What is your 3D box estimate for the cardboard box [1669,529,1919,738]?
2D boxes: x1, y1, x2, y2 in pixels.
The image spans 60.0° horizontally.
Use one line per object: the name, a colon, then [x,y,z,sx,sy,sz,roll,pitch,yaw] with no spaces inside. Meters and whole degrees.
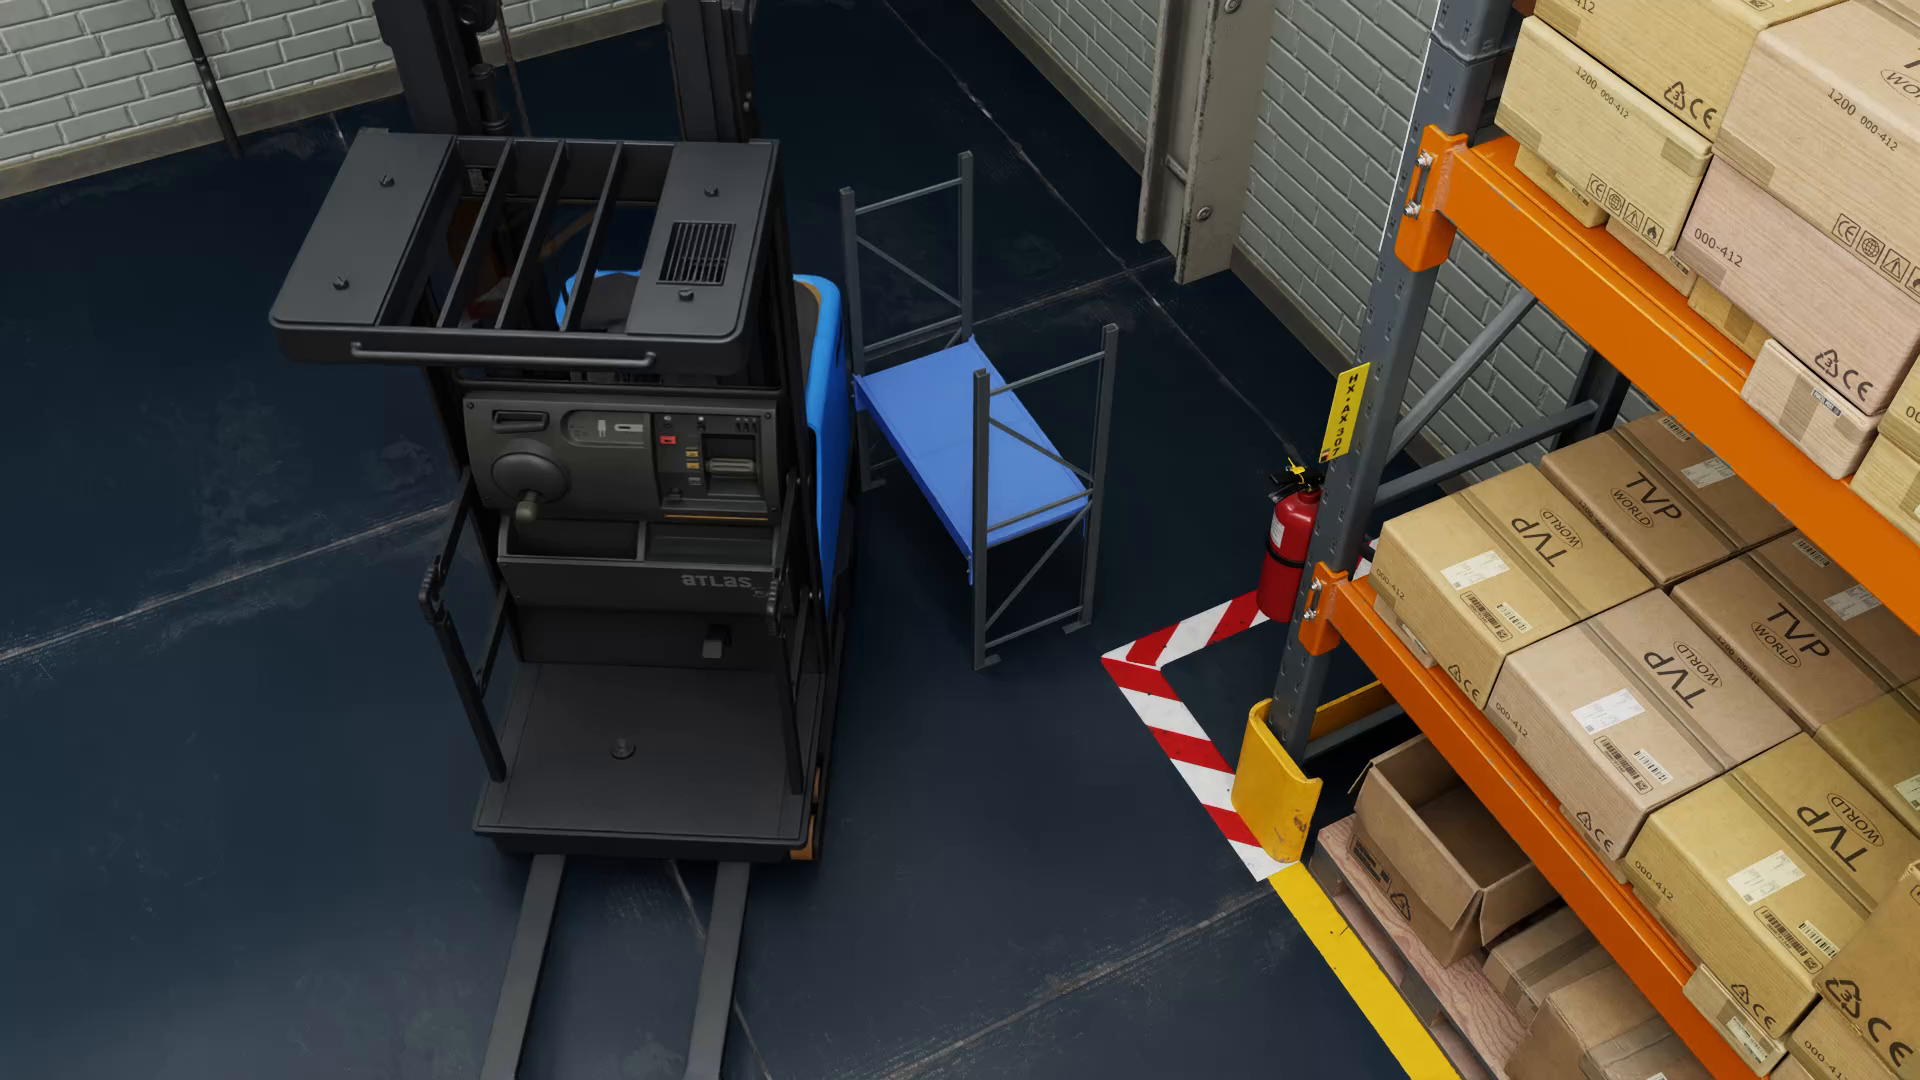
cardboard box: [2.174,0.280,4.307,0.500,0.250,0.500,-21,52,-17]

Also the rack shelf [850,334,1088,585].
rack shelf: [0.043,-0.322,6.166,0.538,0.185,1.000,-21,52,-17]

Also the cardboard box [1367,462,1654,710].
cardboard box: [1.461,0.115,4.451,0.500,0.250,0.500,-21,52,-17]

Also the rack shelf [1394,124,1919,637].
rack shelf: [2.408,0.355,2.825,1.077,0.370,4.000,-21,52,-18]

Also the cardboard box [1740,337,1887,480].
cardboard box: [1.700,-0.298,3.085,0.380,0.149,0.250,-20,52,-17]

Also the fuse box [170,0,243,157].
fuse box: [-3.586,-2.488,7.682,0.539,1.711,0.414,-21,52,-18]

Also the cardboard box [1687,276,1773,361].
cardboard box: [1.677,-0.500,3.262,0.380,0.149,0.250,-21,52,-17]

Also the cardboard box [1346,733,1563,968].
cardboard box: [1.688,0.893,5.249,0.797,0.503,0.637,-23,53,-19]

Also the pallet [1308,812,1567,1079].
pallet: [1.893,1.269,5.393,1.003,0.211,1.213,-21,52,-18]

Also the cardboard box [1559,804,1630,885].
cardboard box: [1.769,0.673,4.228,0.380,0.149,0.250,-20,52,-16]

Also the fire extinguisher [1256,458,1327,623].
fire extinguisher: [1.014,-0.024,4.970,0.296,0.674,0.183,-21,52,-18]

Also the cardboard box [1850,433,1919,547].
cardboard box: [1.826,-0.125,2.934,0.380,0.149,0.250,-21,52,-18]

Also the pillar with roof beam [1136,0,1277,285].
pillar with roof beam: [-2.768,-2.840,3.148,9.100,9.000,0.400,-21,52,-18]

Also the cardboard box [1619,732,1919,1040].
cardboard box: [1.926,0.790,3.861,0.500,0.250,0.500,-22,52,-18]

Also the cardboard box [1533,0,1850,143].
cardboard box: [1.472,-1.050,3.146,0.500,0.250,0.500,-22,52,-18]

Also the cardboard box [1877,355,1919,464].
cardboard box: [1.927,-0.198,2.732,0.500,0.250,0.500,-23,53,-19]

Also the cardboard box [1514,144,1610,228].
cardboard box: [1.432,-0.844,3.563,0.380,0.149,0.250,-20,52,-17]

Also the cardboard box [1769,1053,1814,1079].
cardboard box: [2.083,1.213,3.756,0.380,0.149,0.250,-20,52,-17]

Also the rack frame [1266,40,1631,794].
rack frame: [1.493,-0.233,4.854,1.000,3.000,0.127,-21,52,-18]

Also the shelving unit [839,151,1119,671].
shelving unit: [0.043,-0.440,6.031,0.538,1.500,1.048,-21,52,-17]

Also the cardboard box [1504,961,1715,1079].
cardboard box: [2.045,1.479,4.738,0.700,0.500,0.500,-19,52,-16]

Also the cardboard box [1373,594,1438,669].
cardboard box: [1.399,0.164,4.673,0.380,0.149,0.250,-22,52,-18]

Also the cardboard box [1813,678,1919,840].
cardboard box: [2.396,0.613,4.015,0.500,0.250,0.500,-20,52,-16]

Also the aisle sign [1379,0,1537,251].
aisle sign: [1.200,-1.033,3.827,0.394,0.787,0.004,-21,52,-18]

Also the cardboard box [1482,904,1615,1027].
cardboard box: [1.848,1.307,5.122,0.380,0.149,0.250,-23,53,-19]

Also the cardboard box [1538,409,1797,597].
cardboard box: [1.939,-0.065,4.609,0.500,0.250,0.500,-20,52,-16]

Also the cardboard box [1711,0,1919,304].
cardboard box: [1.688,-0.703,2.842,0.500,0.250,0.500,-22,52,-18]

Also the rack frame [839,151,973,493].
rack frame: [-0.184,-0.782,6.330,0.500,1.500,0.032,-21,52,-17]

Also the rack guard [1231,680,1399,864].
rack guard: [1.527,0.641,5.750,1.175,0.500,0.348,-21,52,-18]

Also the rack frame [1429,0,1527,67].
rack frame: [1.493,-2.208,2.596,1.000,3.000,0.127,-21,52,-18]

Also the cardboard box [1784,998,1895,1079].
cardboard box: [2.179,1.125,3.568,0.500,0.250,0.500,-22,53,-18]

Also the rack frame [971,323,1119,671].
rack frame: [0.271,-0.098,5.732,0.500,1.500,0.032,-21,52,-17]

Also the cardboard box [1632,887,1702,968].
cardboard box: [1.895,0.848,4.075,0.380,0.149,0.250,-20,52,-17]

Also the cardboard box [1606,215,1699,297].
cardboard box: [1.575,-0.678,3.417,0.380,0.149,0.250,-20,52,-17]

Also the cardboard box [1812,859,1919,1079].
cardboard box: [2.147,0.872,3.291,0.500,0.500,0.500,-20,52,-17]

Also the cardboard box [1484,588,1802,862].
cardboard box: [1.692,0.452,4.156,0.500,0.250,0.500,-21,52,-17]

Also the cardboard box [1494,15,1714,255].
cardboard box: [1.453,-0.878,3.327,0.500,0.250,0.500,-22,52,-18]

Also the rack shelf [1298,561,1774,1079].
rack shelf: [2.408,1.342,3.954,1.077,0.370,4.000,-21,52,-18]

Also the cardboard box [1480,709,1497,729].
cardboard box: [1.557,0.318,4.538,0.380,0.149,0.250,-20,52,-17]

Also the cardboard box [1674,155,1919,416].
cardboard box: [1.704,-0.545,3.036,0.500,0.250,0.500,-20,52,-17]

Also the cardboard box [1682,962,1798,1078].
cardboard box: [1.944,1.043,3.904,0.380,0.149,0.250,-23,53,-19]

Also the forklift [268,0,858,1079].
forklift: [-1.013,-0.133,4.812,1.130,2.935,3.031,2,49,2]

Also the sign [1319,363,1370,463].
sign: [1.010,-0.331,4.364,0.100,0.325,0.005,-21,52,-18]
